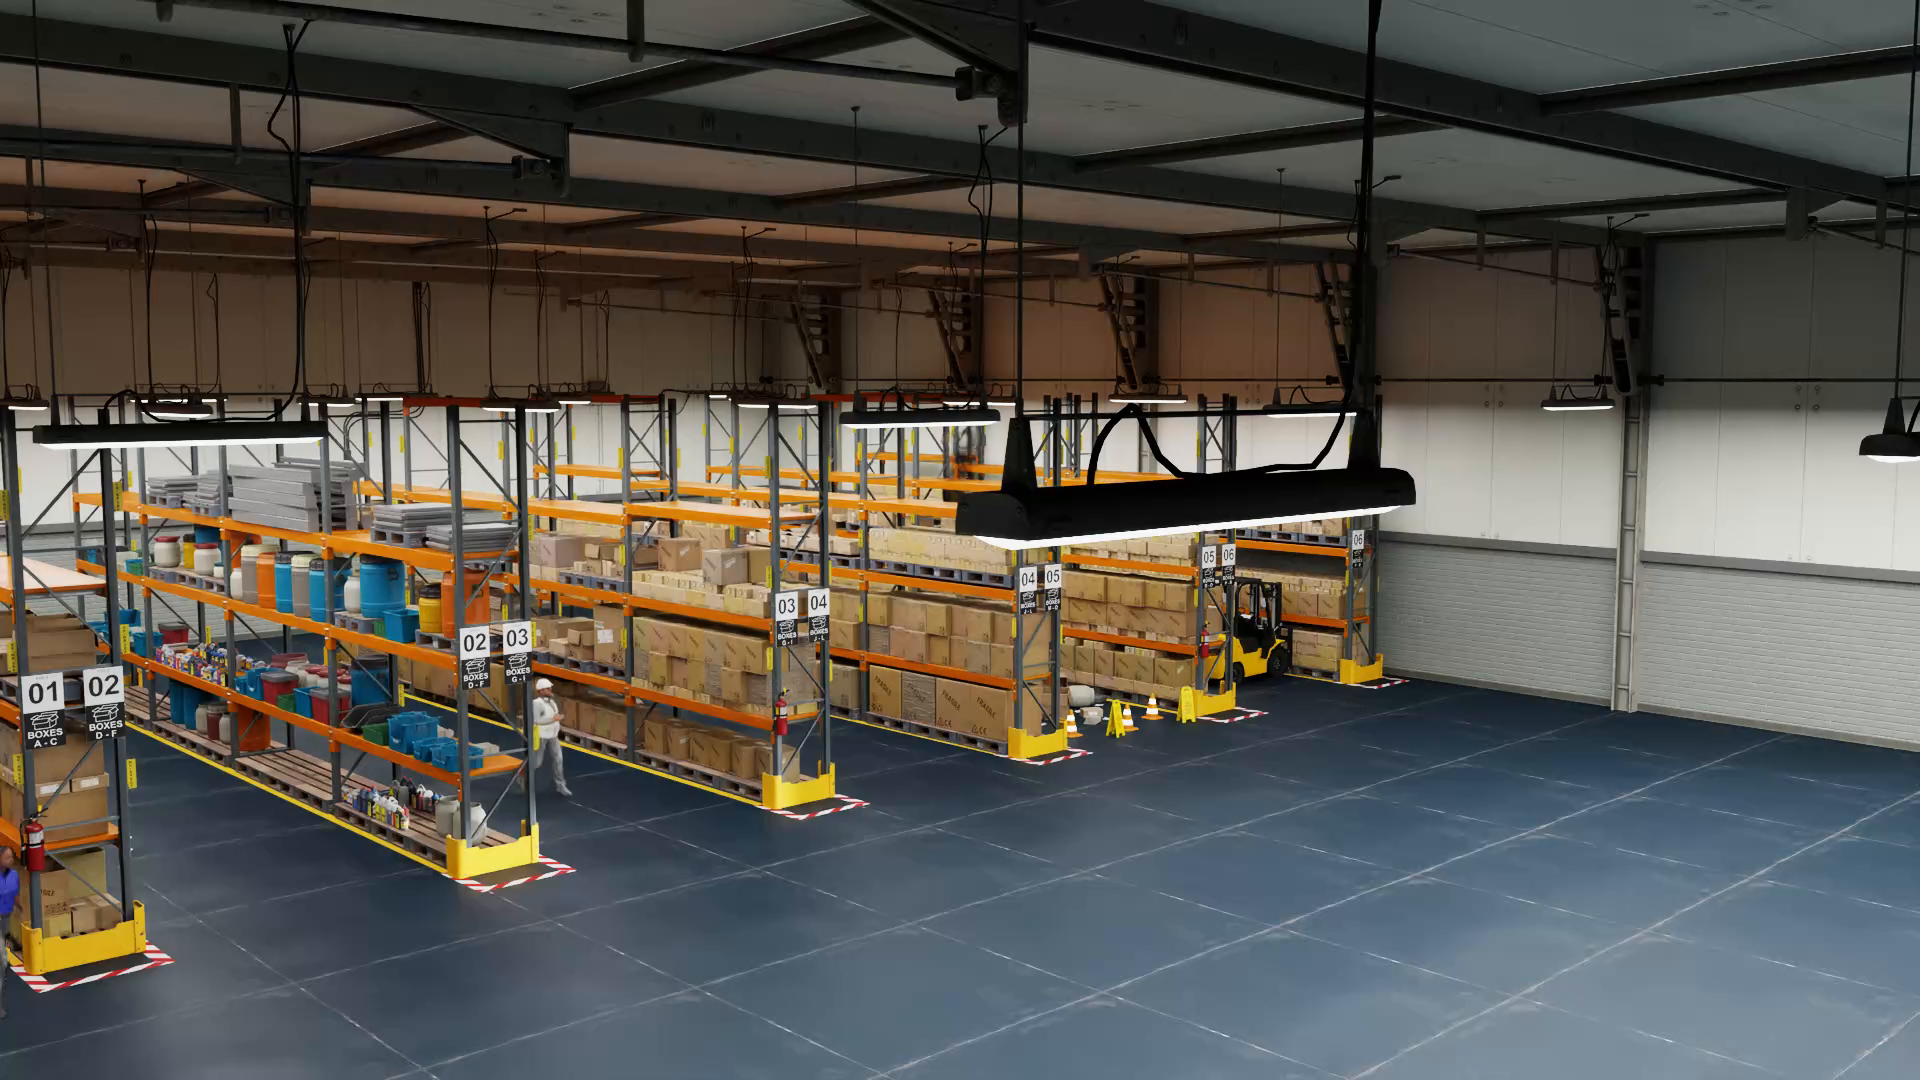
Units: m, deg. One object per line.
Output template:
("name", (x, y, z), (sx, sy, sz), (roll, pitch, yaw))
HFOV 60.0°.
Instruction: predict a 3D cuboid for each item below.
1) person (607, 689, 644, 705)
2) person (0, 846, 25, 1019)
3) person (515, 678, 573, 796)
("person", (-6.557, 2.432, 32.521), (1.055, 1.633, 0.753), (4, 7, 37))
("person", (-9.767, 3.918, 16.764), (0.773, 1.669, 0.605), (1, 6, 15))
("person", (-6.328, 2.980, 25.252), (0.948, 1.783, 0.644), (2, 6, 22))
